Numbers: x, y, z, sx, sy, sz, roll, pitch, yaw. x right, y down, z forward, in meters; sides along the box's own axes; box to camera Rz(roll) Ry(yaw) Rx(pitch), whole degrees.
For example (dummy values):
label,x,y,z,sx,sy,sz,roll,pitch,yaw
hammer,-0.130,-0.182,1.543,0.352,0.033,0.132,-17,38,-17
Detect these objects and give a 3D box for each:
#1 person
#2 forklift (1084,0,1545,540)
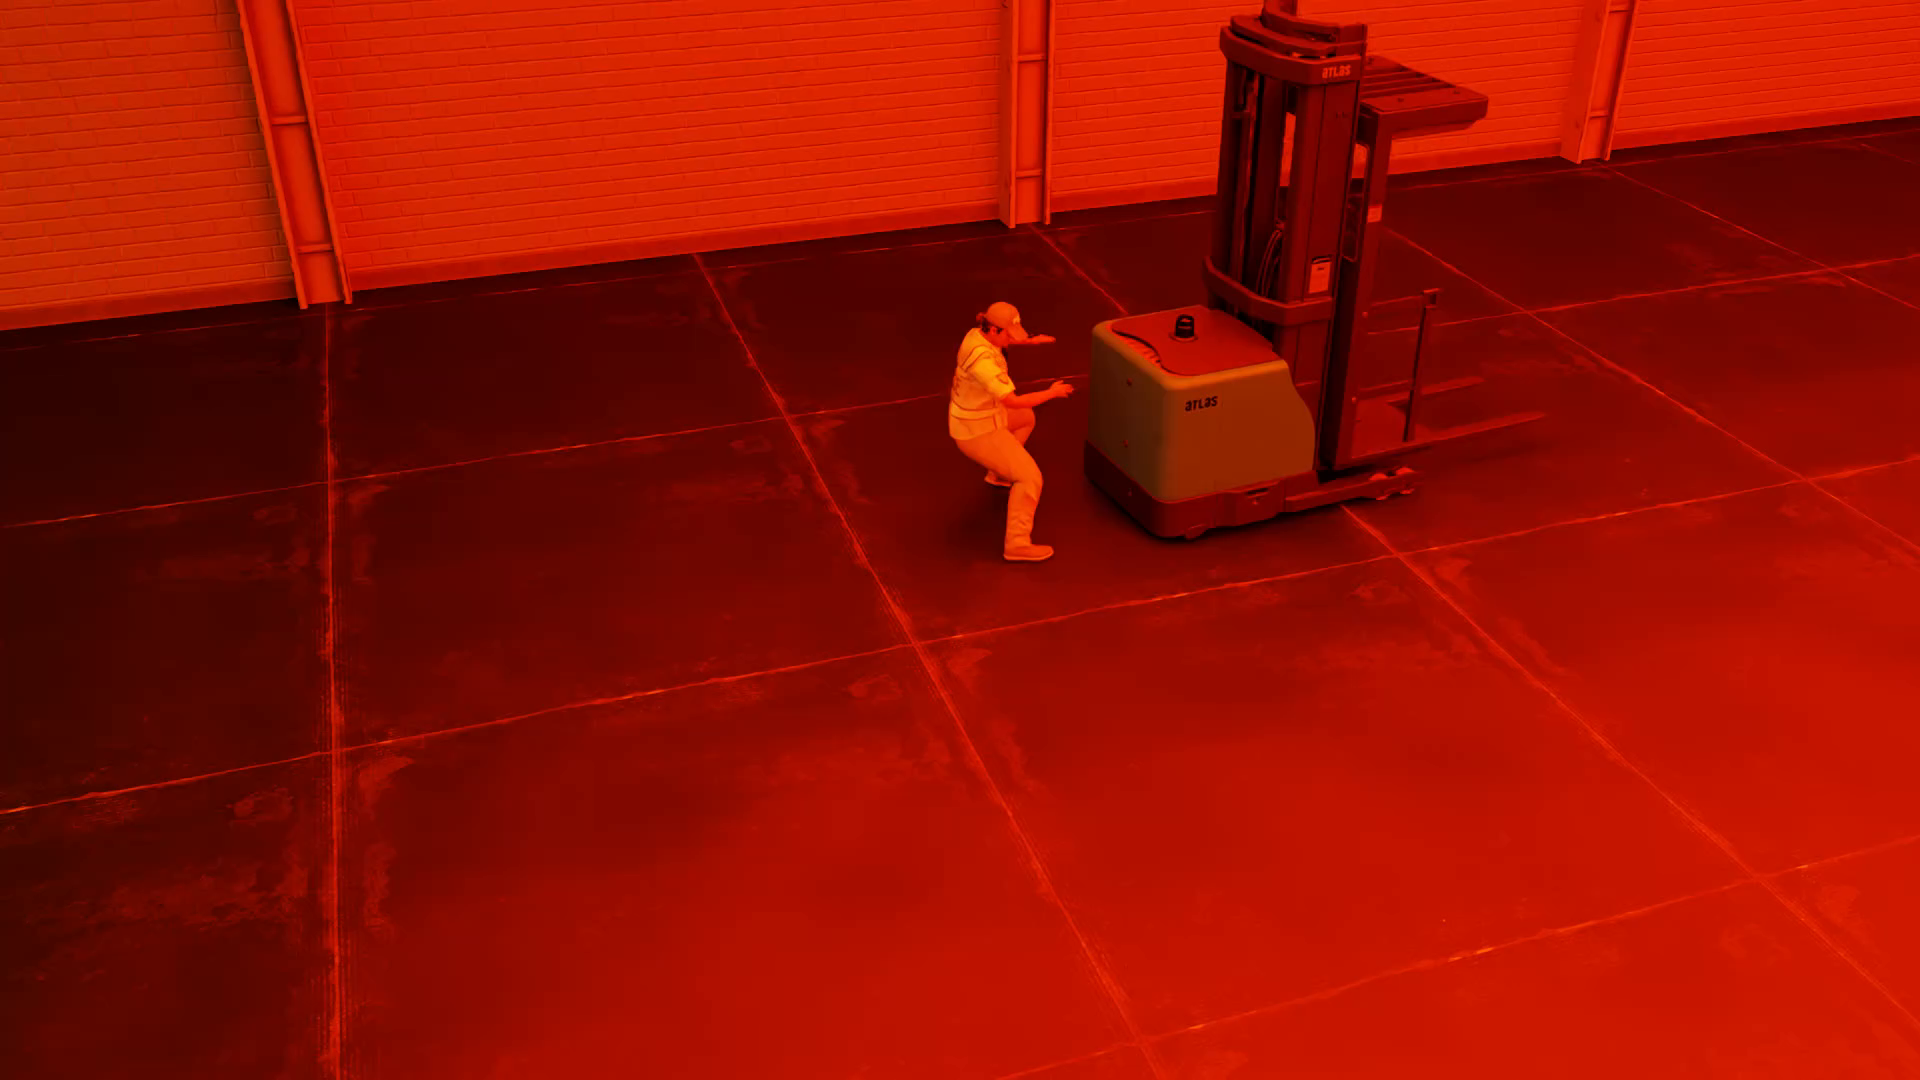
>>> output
label,x,y,z,sx,sy,sz,roll,pitch,yaw
person,0.298,-0.743,9.874,0.721,1.441,1.023,1,30,1
forklift,2.356,-1.749,10.127,3.031,2.935,1.130,-12,32,-20
